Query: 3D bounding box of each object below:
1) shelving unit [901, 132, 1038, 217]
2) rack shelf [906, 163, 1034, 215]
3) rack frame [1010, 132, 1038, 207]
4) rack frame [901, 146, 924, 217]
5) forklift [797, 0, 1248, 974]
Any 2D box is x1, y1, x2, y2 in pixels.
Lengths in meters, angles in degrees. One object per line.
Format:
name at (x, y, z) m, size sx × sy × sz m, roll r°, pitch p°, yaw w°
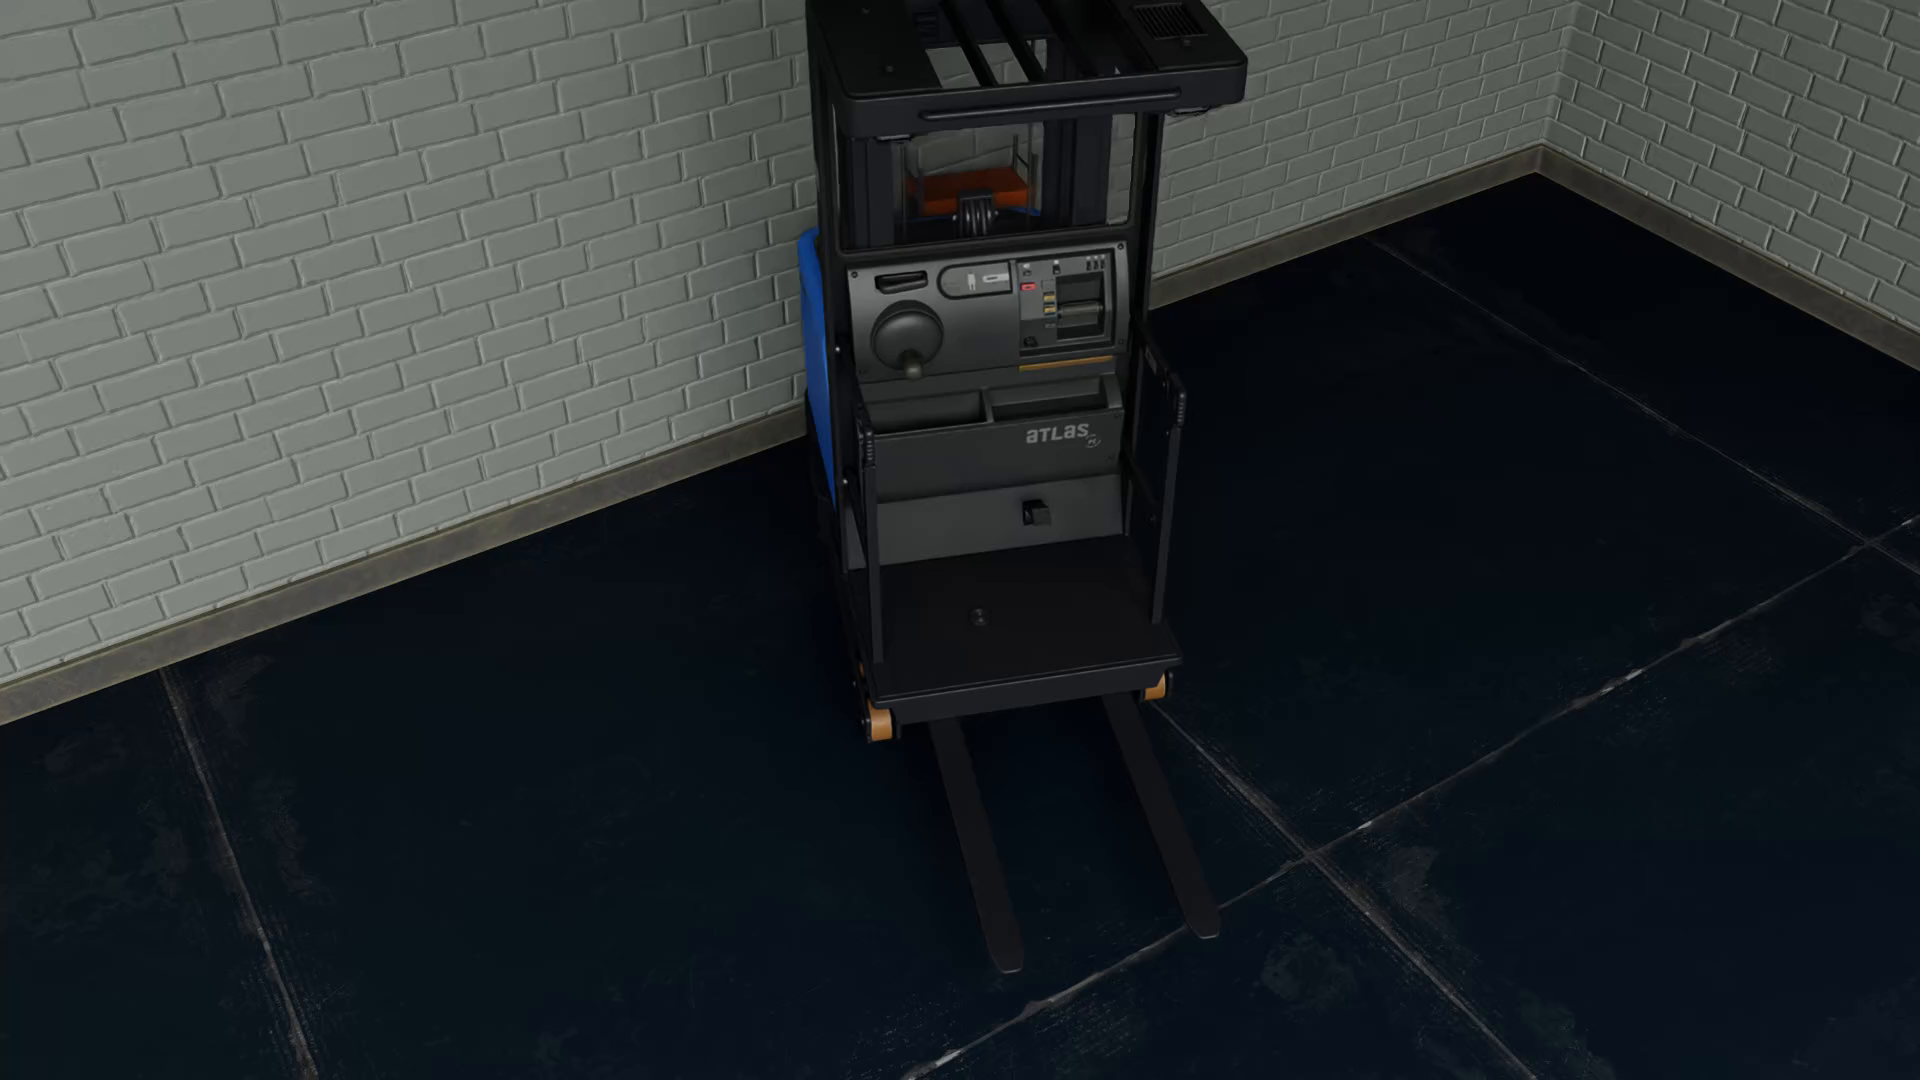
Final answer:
shelving unit at (0.024, -1.097, 7.102) m, size 0.503 × 1.200 × 0.258 m, roll -11°, pitch 38°, yaw -17°
rack shelf at (0.034, -1.416, 6.872) m, size 0.480 × 0.148 × 0.258 m, roll -11°, pitch 38°, yaw -17°
rack frame at (0.253, -1.140, 7.172) m, size 0.015 × 1.200 × 0.240 m, roll -11°, pitch 38°, yaw -17°
rack frame at (-0.206, -1.053, 7.032) m, size 0.015 × 1.200 × 0.240 m, roll -11°, pitch 38°, yaw -17°
forklift at (0.145, -0.676, 5.272) m, size 1.130 × 2.935 × 3.031 m, roll -8°, pitch 40°, yaw -9°
